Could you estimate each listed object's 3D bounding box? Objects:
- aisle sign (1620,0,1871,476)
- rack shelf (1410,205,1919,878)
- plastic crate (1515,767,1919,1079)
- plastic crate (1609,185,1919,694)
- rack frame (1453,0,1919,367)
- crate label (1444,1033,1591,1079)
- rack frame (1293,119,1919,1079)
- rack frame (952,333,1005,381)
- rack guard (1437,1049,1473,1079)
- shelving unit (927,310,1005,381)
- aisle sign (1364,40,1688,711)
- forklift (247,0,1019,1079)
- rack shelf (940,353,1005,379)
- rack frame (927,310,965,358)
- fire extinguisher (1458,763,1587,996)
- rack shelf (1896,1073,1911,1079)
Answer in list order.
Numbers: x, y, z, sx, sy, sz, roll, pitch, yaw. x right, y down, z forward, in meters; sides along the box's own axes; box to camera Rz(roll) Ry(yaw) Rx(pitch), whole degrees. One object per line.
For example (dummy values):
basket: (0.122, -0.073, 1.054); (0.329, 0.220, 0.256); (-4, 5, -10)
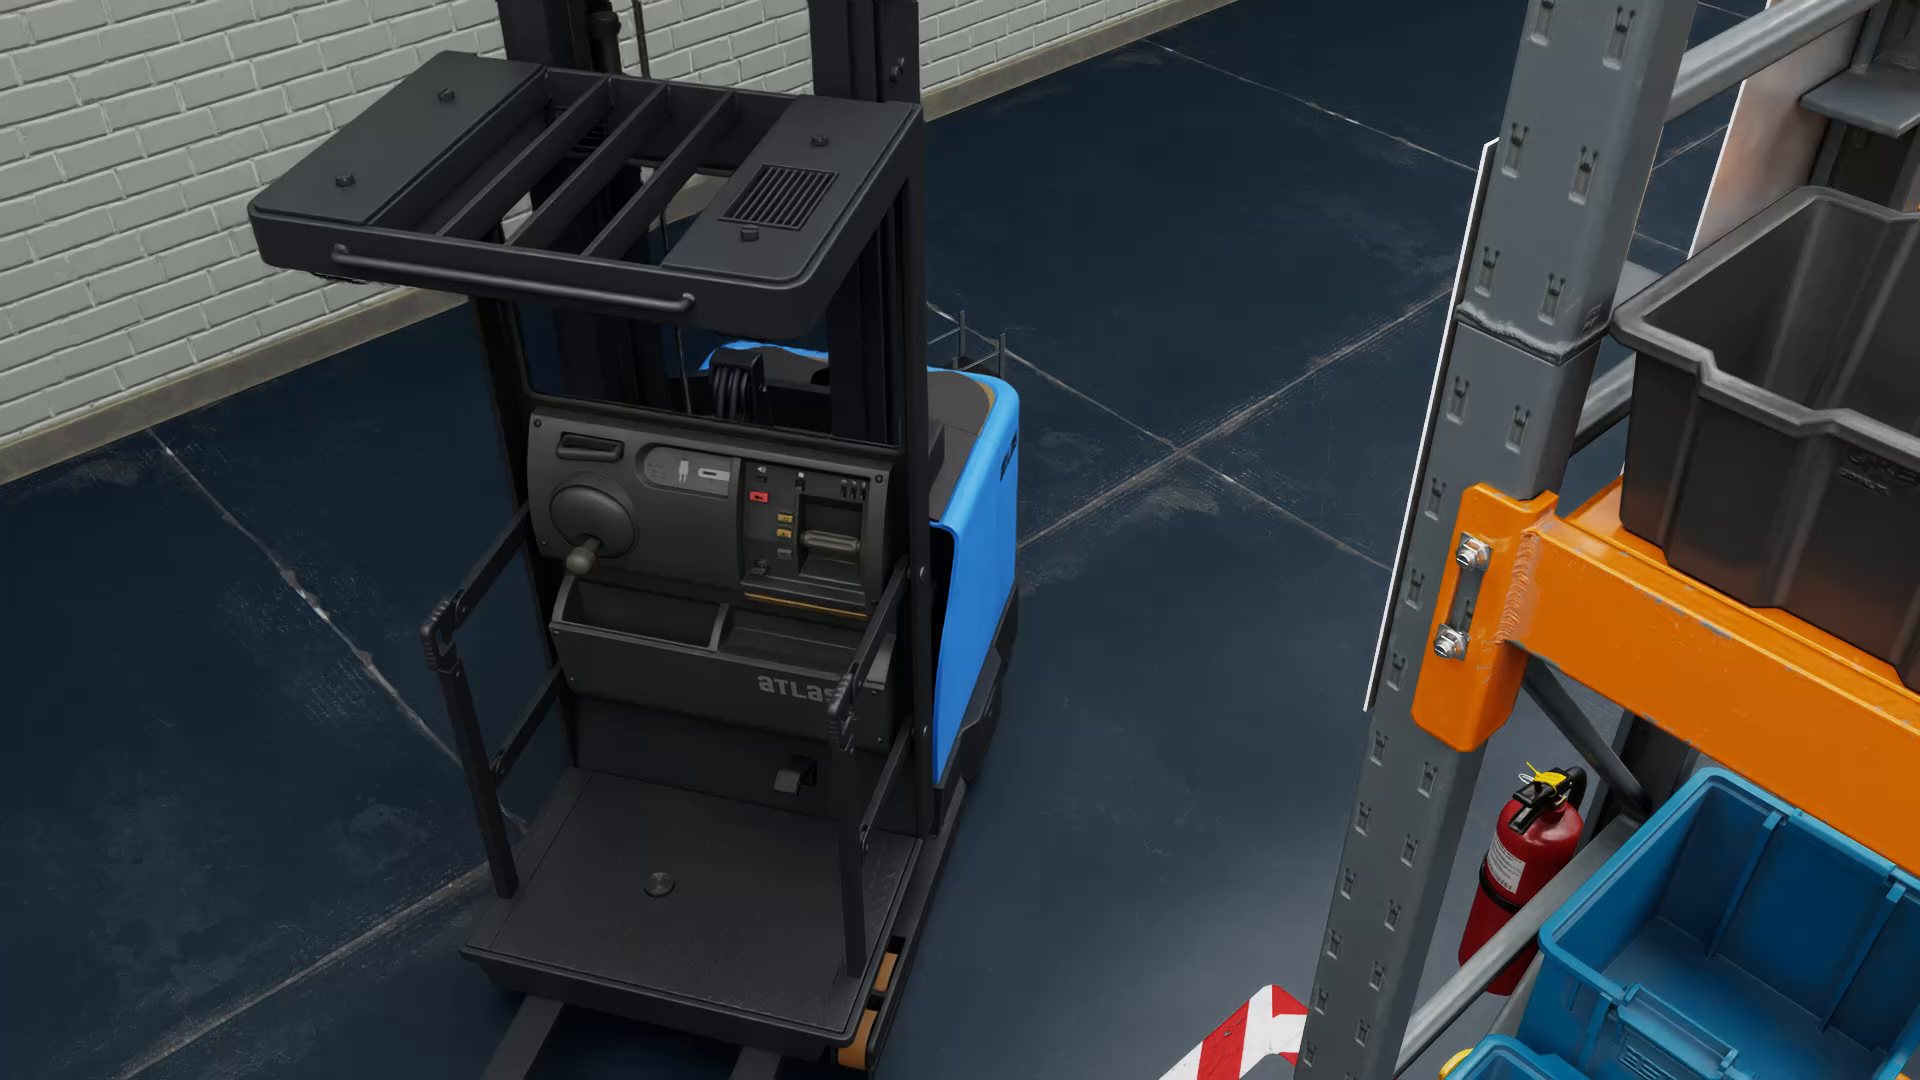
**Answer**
aisle sign: (1.102, -0.420, 2.314); (0.394, 0.787, 0.004); (-30, 48, -32)
rack shelf: (2.288, 0.788, 1.073); (1.077, 0.370, 4.000); (-30, 48, -32)
plastic crate: (1.299, 0.788, 2.811); (0.616, 0.435, 0.499); (-30, 48, -32)
plastic crate: (0.990, -0.070, 1.666); (0.497, 0.269, 0.590); (-30, 48, -32)
rack frame: (0.935, -1.585, 1.050); (1.000, 3.000, 0.127); (-30, 48, -32)
crate label: (0.859, 1.045, 2.654); (0.416, 0.233, 0.303); (-30, 48, -32)
rack frame: (0.935, 0.749, 2.935); (1.000, 3.000, 0.127); (-30, 48, -32)
rack frame: (0.063, -0.307, 5.914); (0.240, 0.900, 0.006); (-30, 48, -32)
rack guard: (0.909, 1.716, 3.727); (1.175, 0.500, 0.348); (-30, 48, -32)
shelving unit: (-0.005, -0.354, 5.972); (0.258, 0.900, 0.210); (-30, 48, -32)
aisle sign: (0.668, -0.169, 2.003); (0.394, 0.787, 0.004); (-30, 48, -32)
forklift: (-0.676, 0.009, 3.906); (1.130, 2.935, 3.031); (10, 40, 12)
rack shelf: (-0.005, -0.538, 5.823); (0.258, 0.077, 0.200); (-30, 48, -32)
rack frame: (-0.074, -0.401, 6.030); (0.240, 0.900, 0.006); (-30, 48, -32)
fire extinguisher: (1.168, 0.661, 3.402); (0.296, 0.674, 0.183); (-30, 48, -32)
rack shelf: (2.288, 1.955, 2.015); (1.077, 0.370, 4.000); (-30, 48, -32)
